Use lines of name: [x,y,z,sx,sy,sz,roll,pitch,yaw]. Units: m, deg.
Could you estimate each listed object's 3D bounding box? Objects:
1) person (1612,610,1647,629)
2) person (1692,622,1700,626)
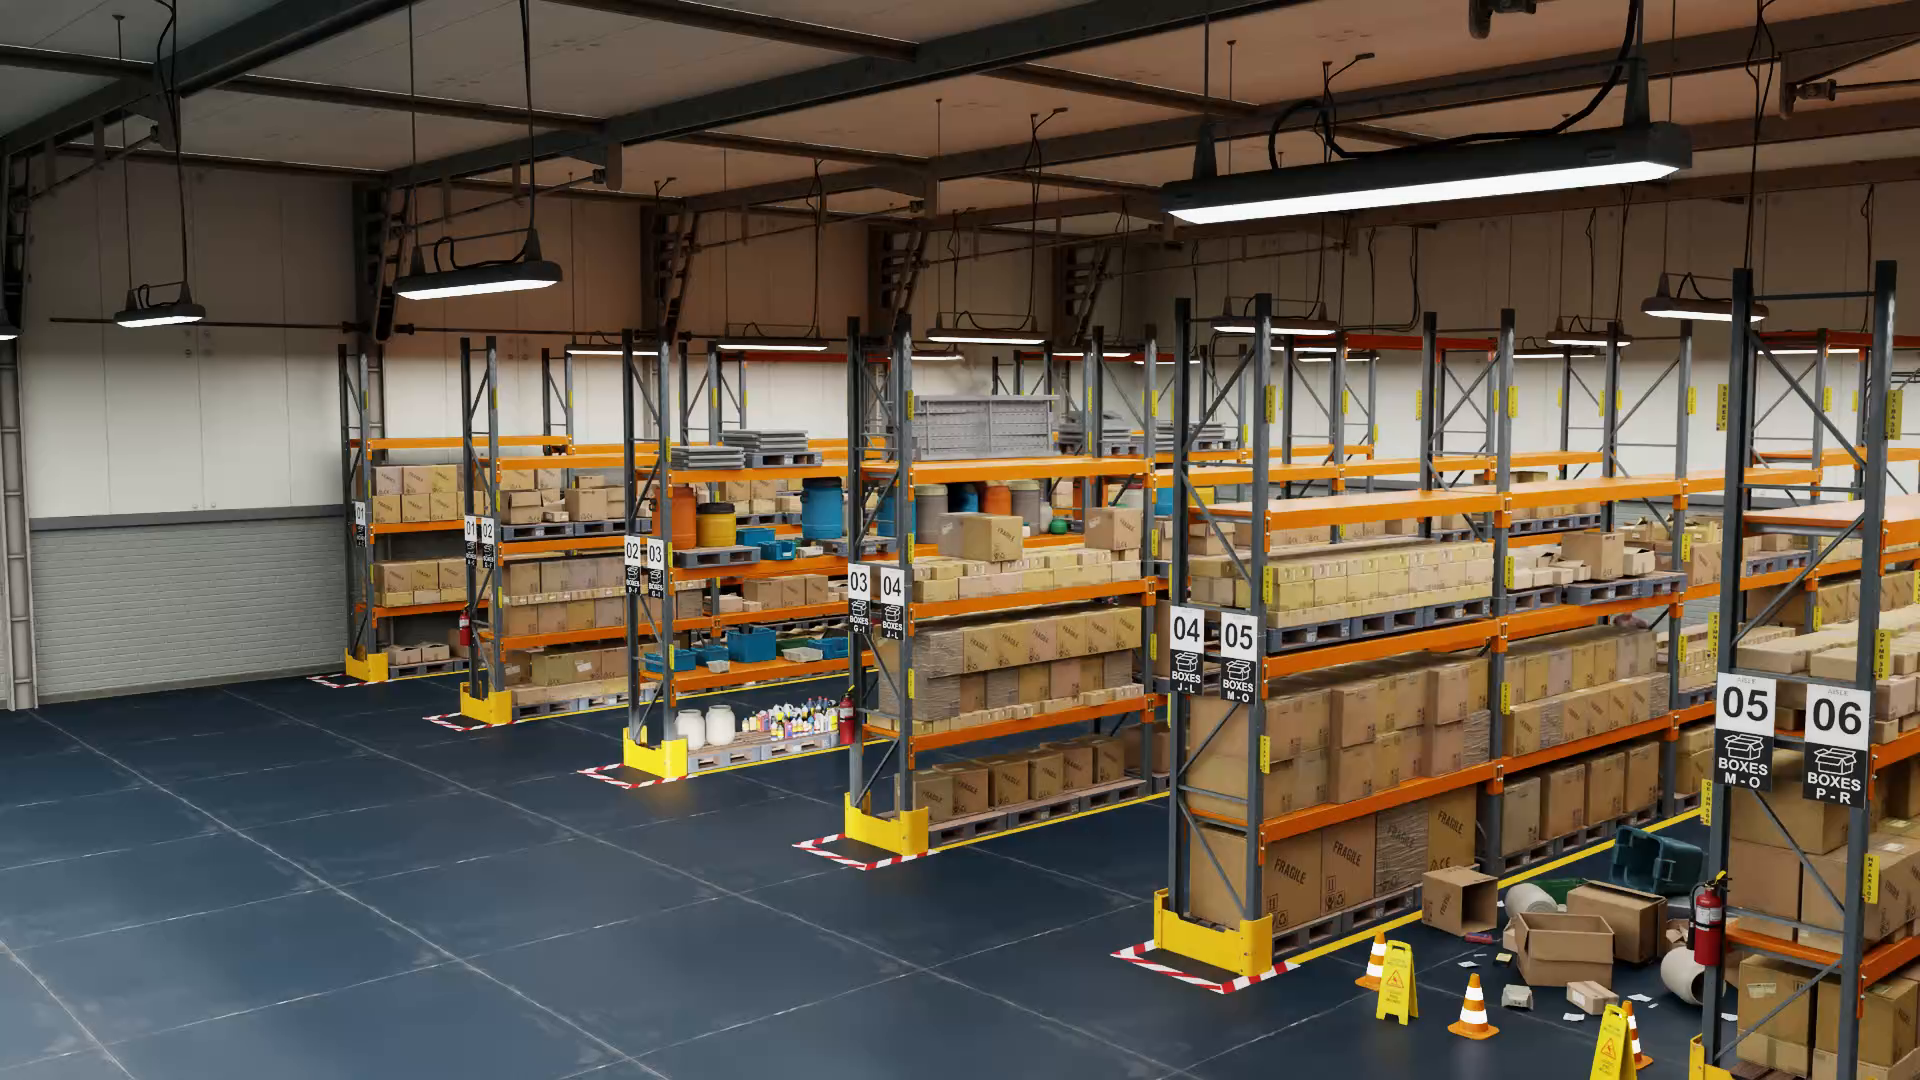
person: [10.841,1.879,26.945,0.993,1.775,0.687,-5,7,-44]
person: [11.462,2.072,25.626,0.683,1.690,0.977,4,7,39]
